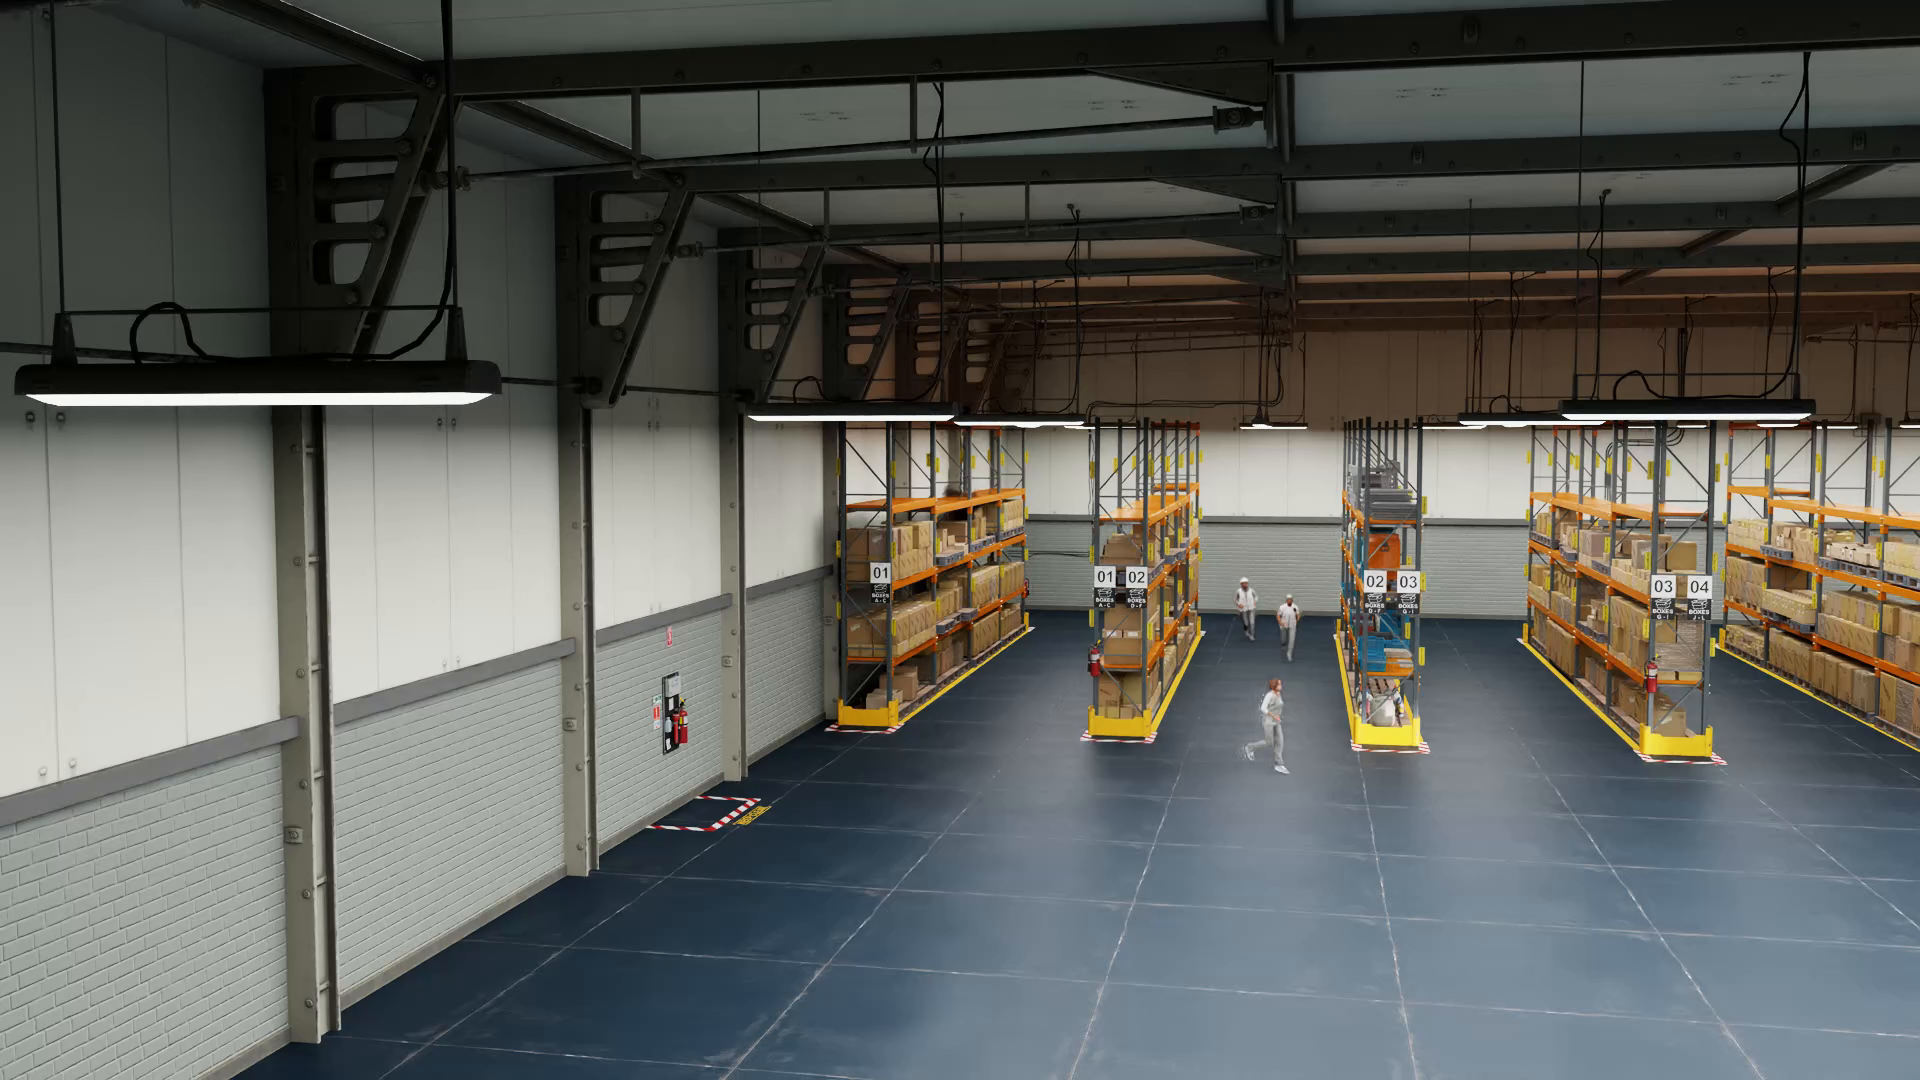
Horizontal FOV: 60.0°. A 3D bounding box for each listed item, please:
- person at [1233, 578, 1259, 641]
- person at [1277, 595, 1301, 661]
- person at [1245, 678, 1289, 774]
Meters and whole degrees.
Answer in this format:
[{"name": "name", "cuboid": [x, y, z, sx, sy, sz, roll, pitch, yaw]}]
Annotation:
[{"name": "person", "cuboid": [7.882, 1.901, 45.808, 0.693, 1.711, 0.638, 0, 4, 0]}, {"name": "person", "cuboid": [8.295, 2.213, 41.963, 0.595, 1.649, 0.831, 1, 4, 13]}, {"name": "person", "cuboid": [5.231, 3.116, 28.150, 0.842, 1.588, 0.566, 3, 5, 37]}]
